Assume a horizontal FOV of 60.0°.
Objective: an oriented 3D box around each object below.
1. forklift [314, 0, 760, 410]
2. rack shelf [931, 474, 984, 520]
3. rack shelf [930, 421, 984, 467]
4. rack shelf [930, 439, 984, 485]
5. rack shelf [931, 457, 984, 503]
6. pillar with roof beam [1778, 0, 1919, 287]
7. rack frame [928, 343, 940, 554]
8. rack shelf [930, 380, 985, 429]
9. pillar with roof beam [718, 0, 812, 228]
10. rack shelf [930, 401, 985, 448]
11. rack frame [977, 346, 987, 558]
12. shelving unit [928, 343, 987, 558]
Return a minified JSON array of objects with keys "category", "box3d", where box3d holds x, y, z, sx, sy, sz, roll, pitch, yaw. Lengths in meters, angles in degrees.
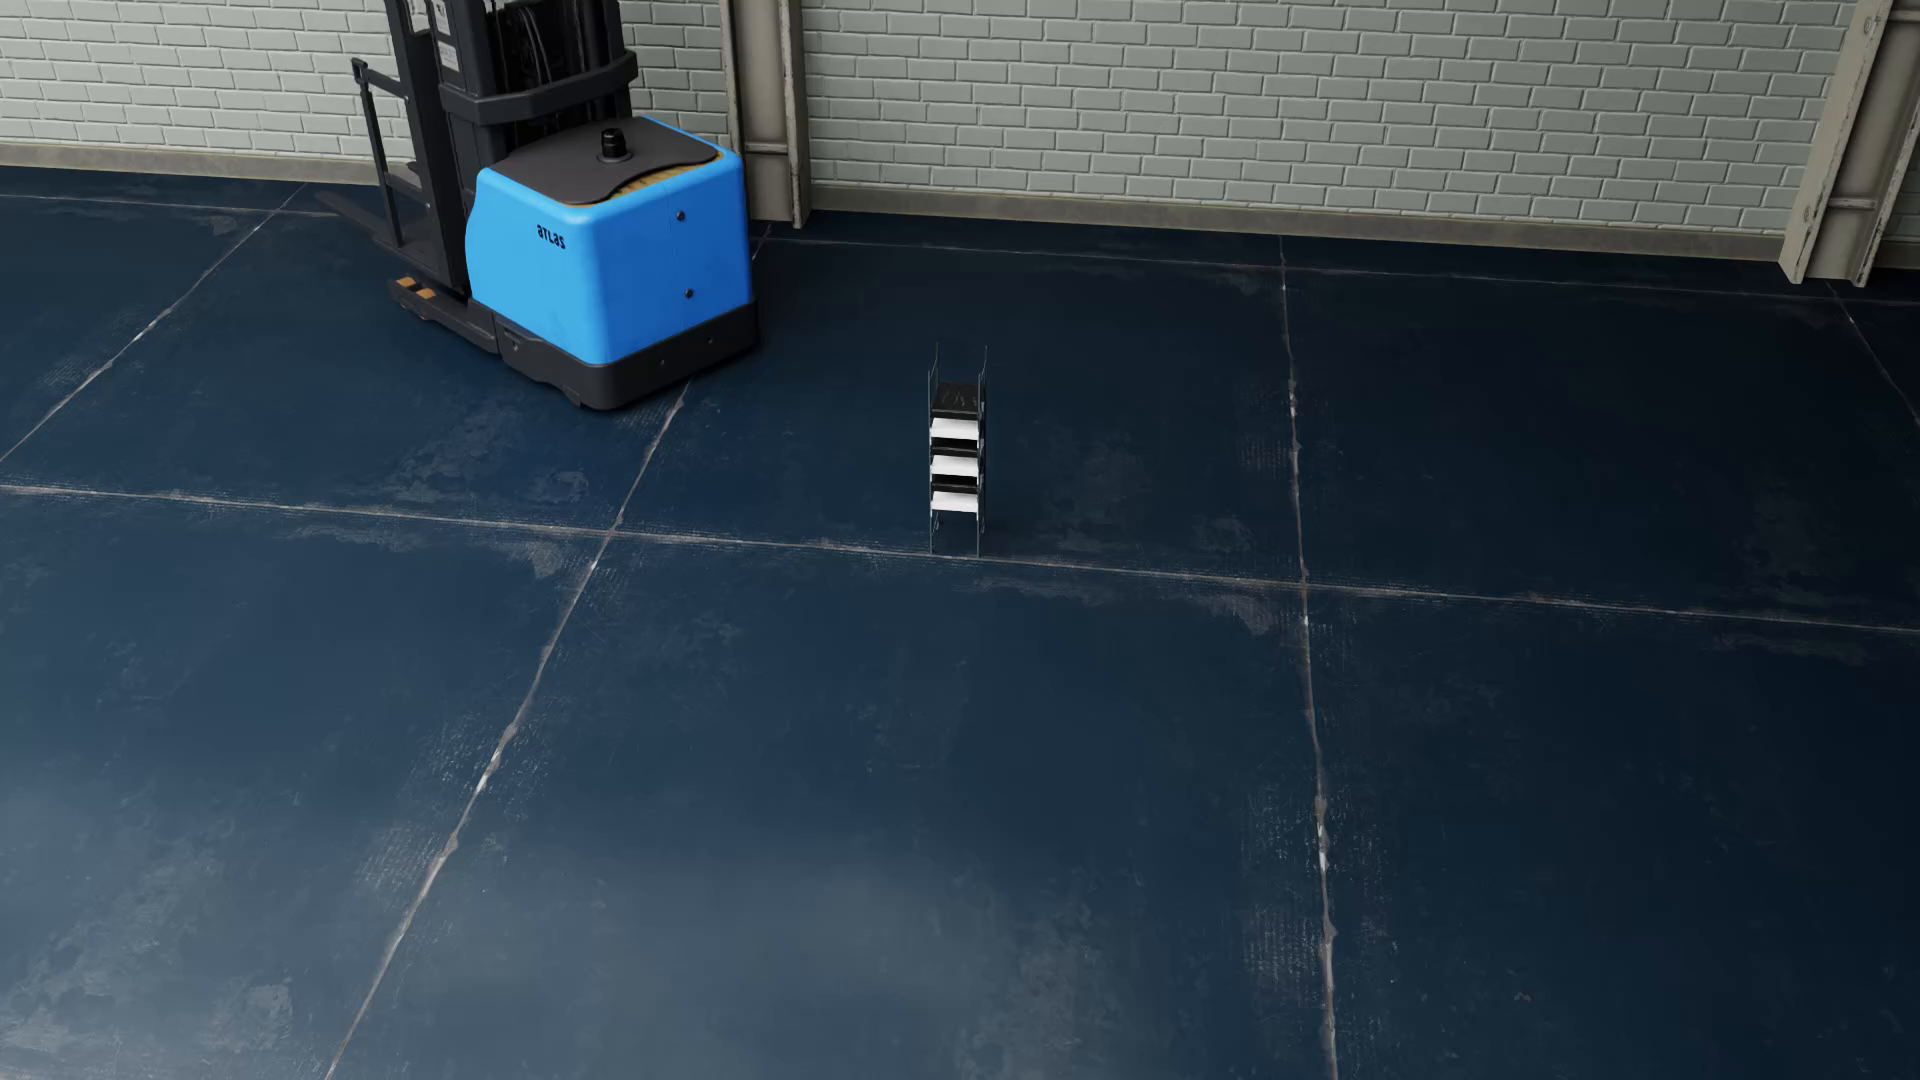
[{"category":"forklift","box3d":[-2.445,-2.563,8.319,3.031,2.935,1.130,29,45,34]},{"category":"rack shelf","box3d":[-0.008,-0.193,7.113,0.200,0.077,0.258,4,36,6]},{"category":"rack shelf","box3d":[-0.008,-0.413,6.956,0.200,0.077,0.258,4,36,6]},{"category":"rack shelf","box3d":[-0.008,-0.340,7.009,0.200,0.077,0.258,4,36,6]},{"category":"rack shelf","box3d":[-0.008,-0.266,7.061,0.200,0.077,0.258,4,36,6]},{"category":"pillar with roof beam","box3d":[4.294,-2.685,3.265,0.400,9.000,9.100,4,36,6]},{"category":"rack frame","box3d":[-0.109,-0.374,7.000,0.006,0.900,0.240,4,36,6]},{"category":"rack shelf","box3d":[-0.008,-0.560,6.852,0.200,0.077,0.258,4,36,6]},{"category":"pillar with roof beam","box3d":[-1.657,-3.129,3.887,0.400,9.000,9.100,4,36,6]},{"category":"rack shelf","box3d":[-0.008,-0.486,6.904,0.200,0.077,0.258,4,36,6]},{"category":"rack frame","box3d":[0.093,-0.359,6.979,0.006,0.900,0.240,4,36,6]},{"category":"shelving unit","box3d":[-0.008,-0.367,6.989,0.210,0.900,0.258,4,36,6]}]
